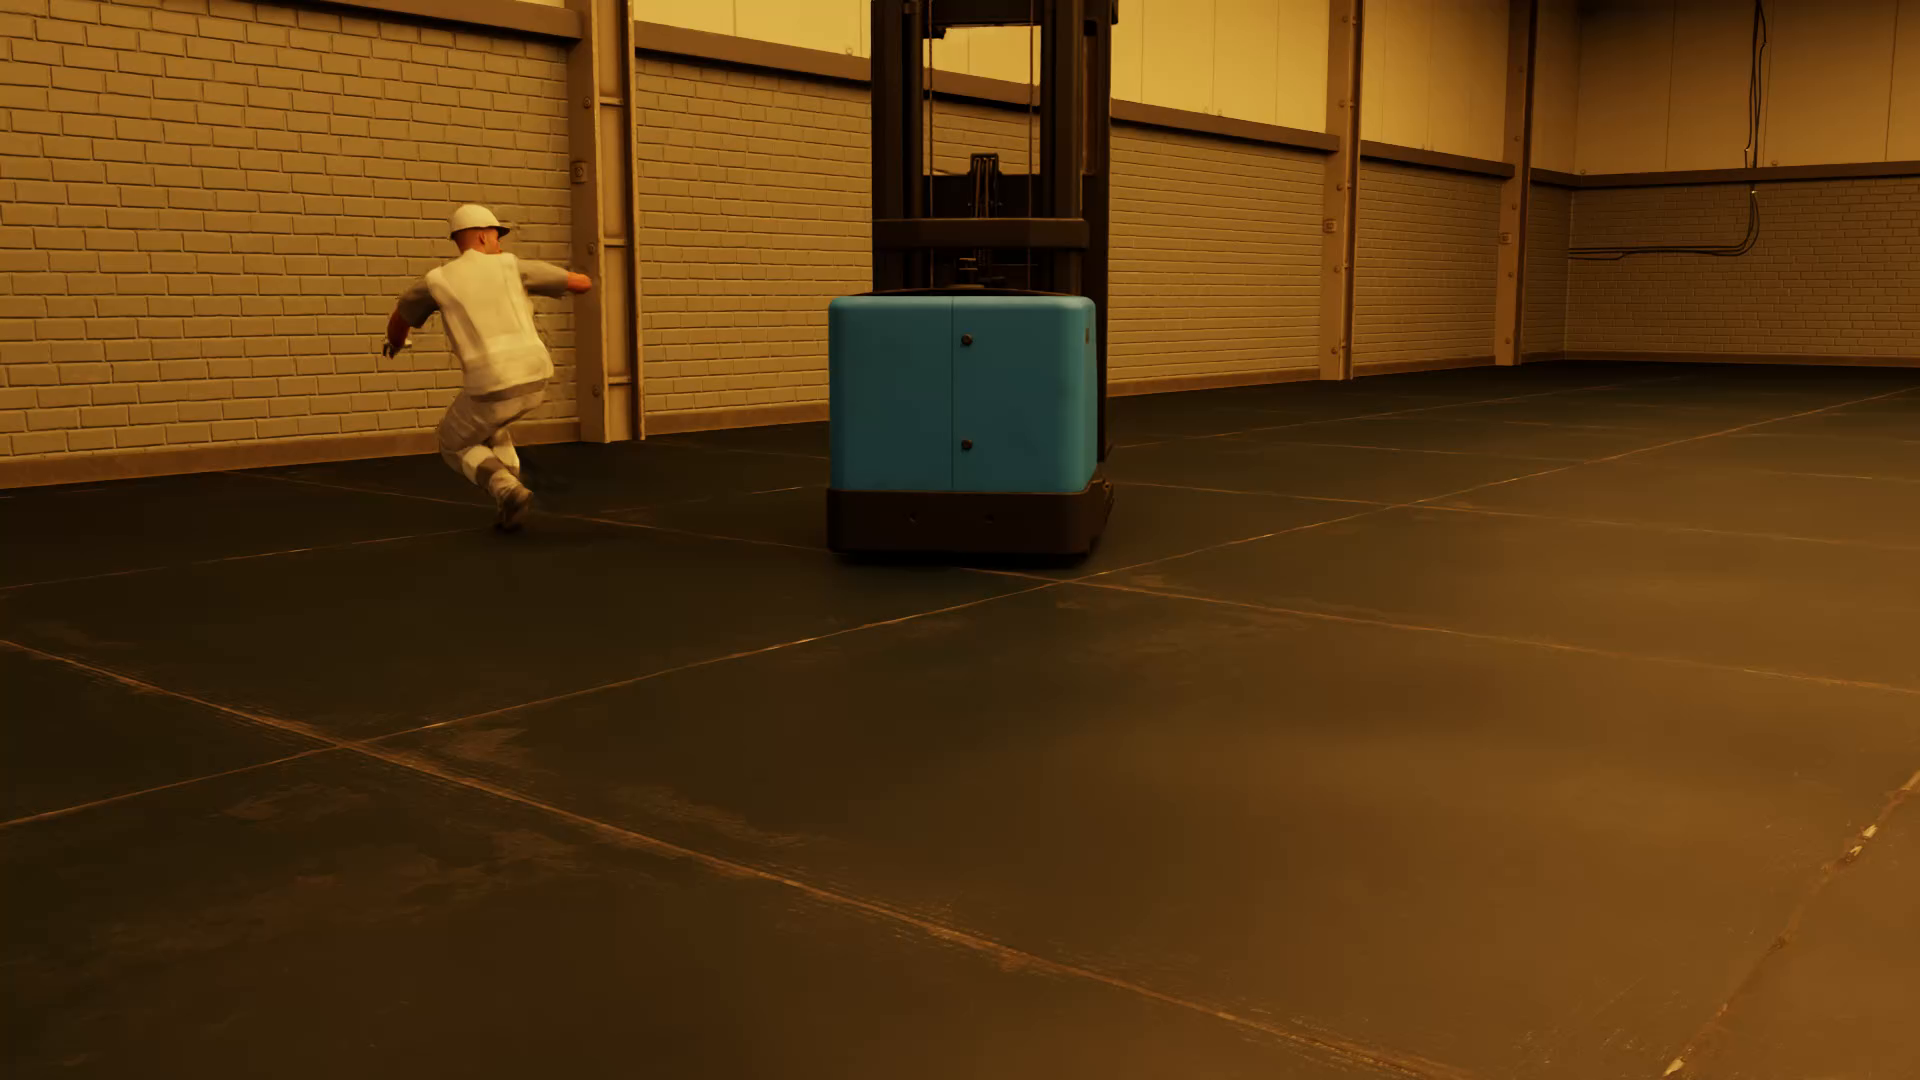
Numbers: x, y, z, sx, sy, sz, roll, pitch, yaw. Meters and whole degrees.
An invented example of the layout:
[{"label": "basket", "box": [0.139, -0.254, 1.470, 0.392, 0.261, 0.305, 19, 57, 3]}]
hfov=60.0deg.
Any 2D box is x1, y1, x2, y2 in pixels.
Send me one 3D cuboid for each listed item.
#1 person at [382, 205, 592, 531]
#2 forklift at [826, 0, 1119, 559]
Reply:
[{"label": "person", "box": [-2.176, -0.785, 7.653, 0.788, 1.481, 1.019, -7, 11, -39]}, {"label": "forklift", "box": [0.173, -1.548, 7.862, 1.130, 2.935, 3.031, 1, 8, 8]}]
